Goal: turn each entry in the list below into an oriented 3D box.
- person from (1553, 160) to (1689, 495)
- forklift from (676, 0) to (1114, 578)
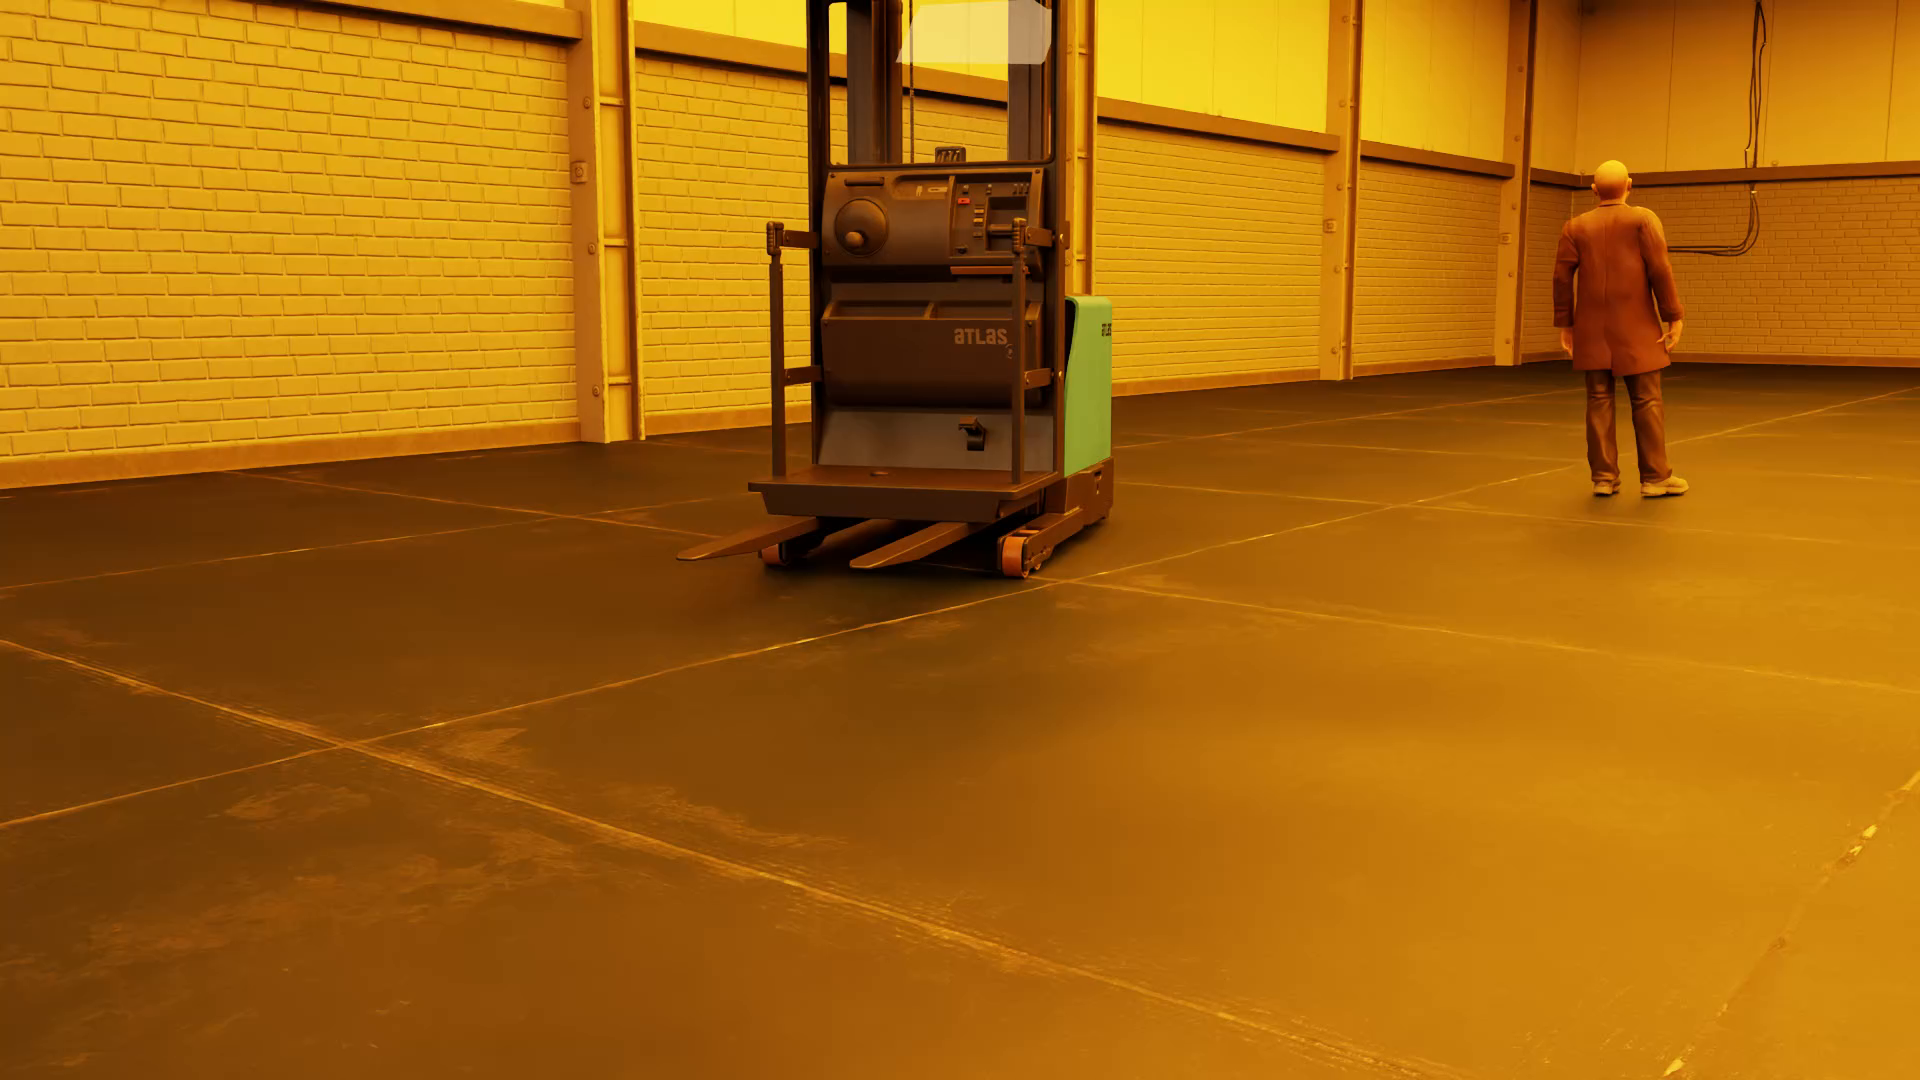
[{"bbox_3d":[3.590,-1.141,9.016,0.698,1.778,0.579,7,11,41],"label":"person"},{"bbox_3d":[-0.176,-1.366,6.616,1.130,2.935,3.031,3,9,17],"label":"forklift"}]
